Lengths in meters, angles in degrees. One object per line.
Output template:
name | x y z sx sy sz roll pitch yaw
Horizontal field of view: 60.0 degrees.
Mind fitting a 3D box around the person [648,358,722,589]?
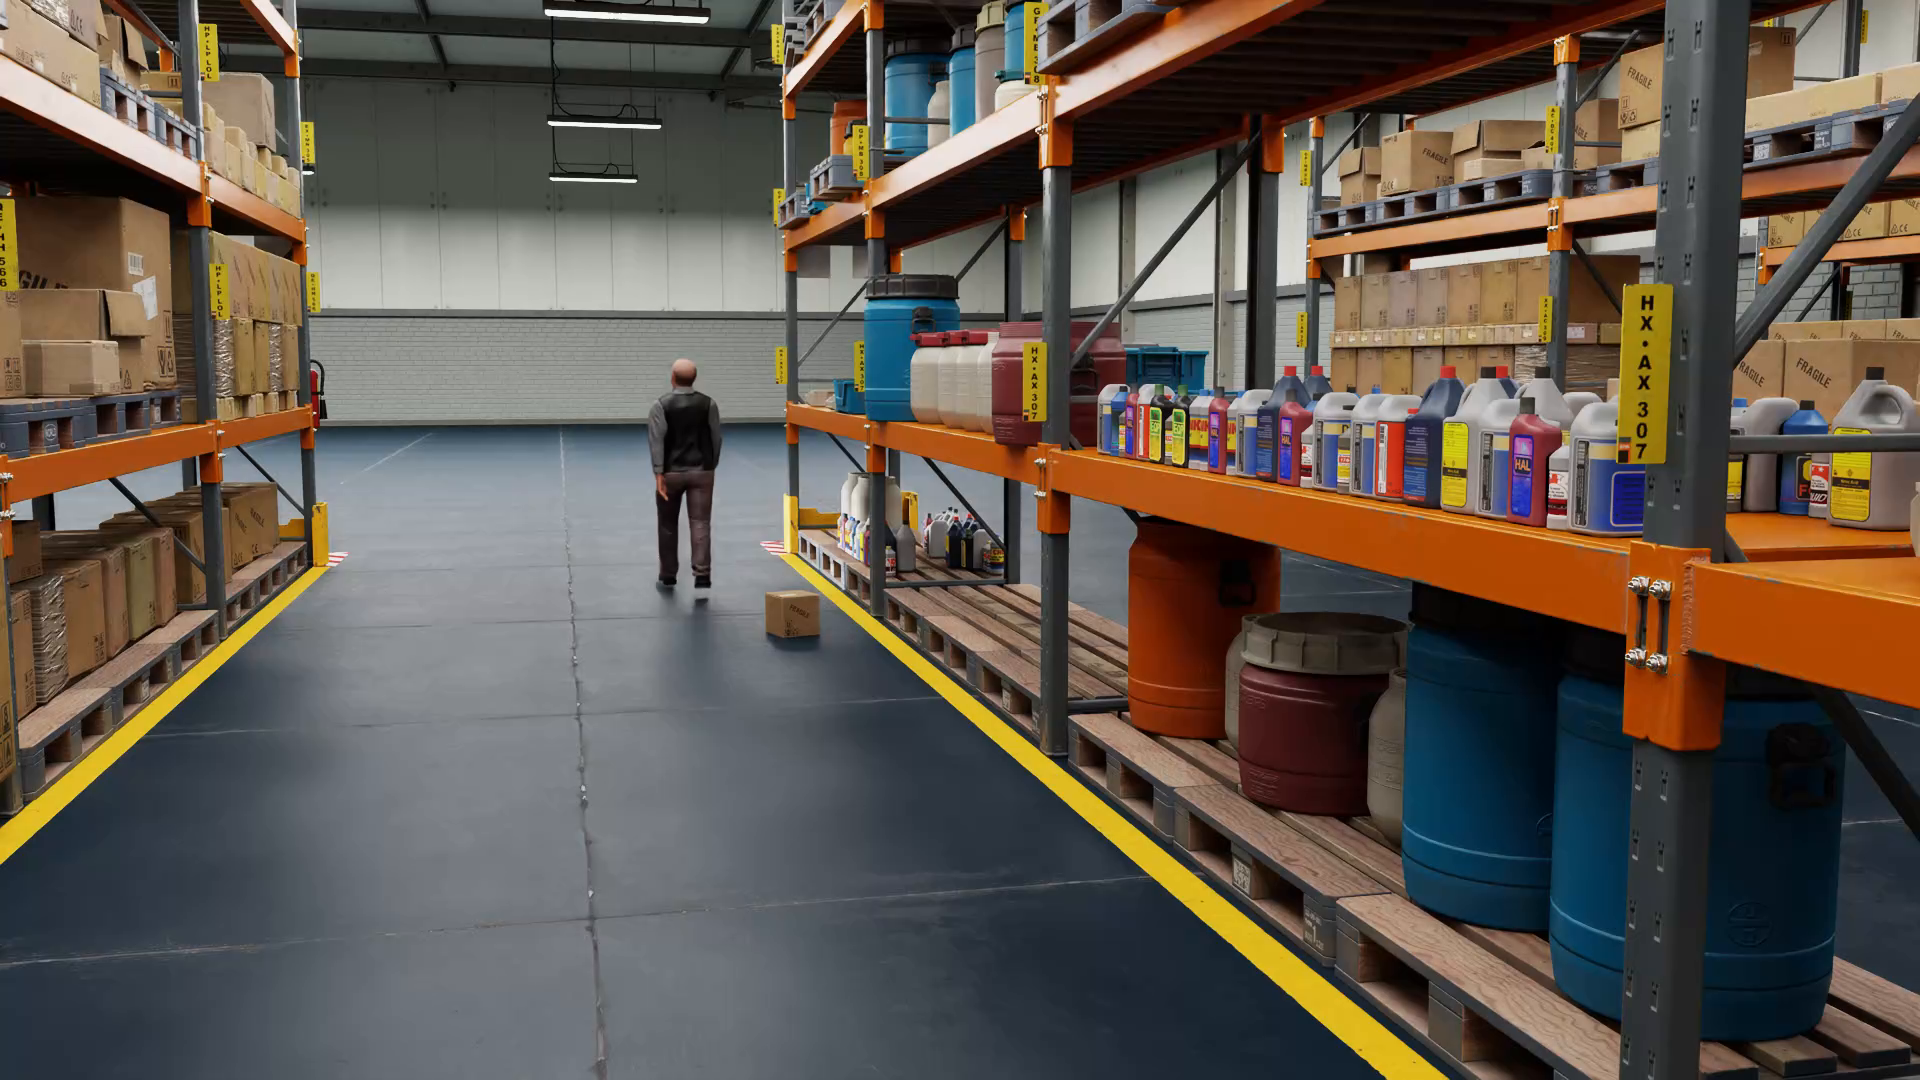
person | -1.999 -0.479 12.095 0.541 1.675 1.020 -2 6 -15
